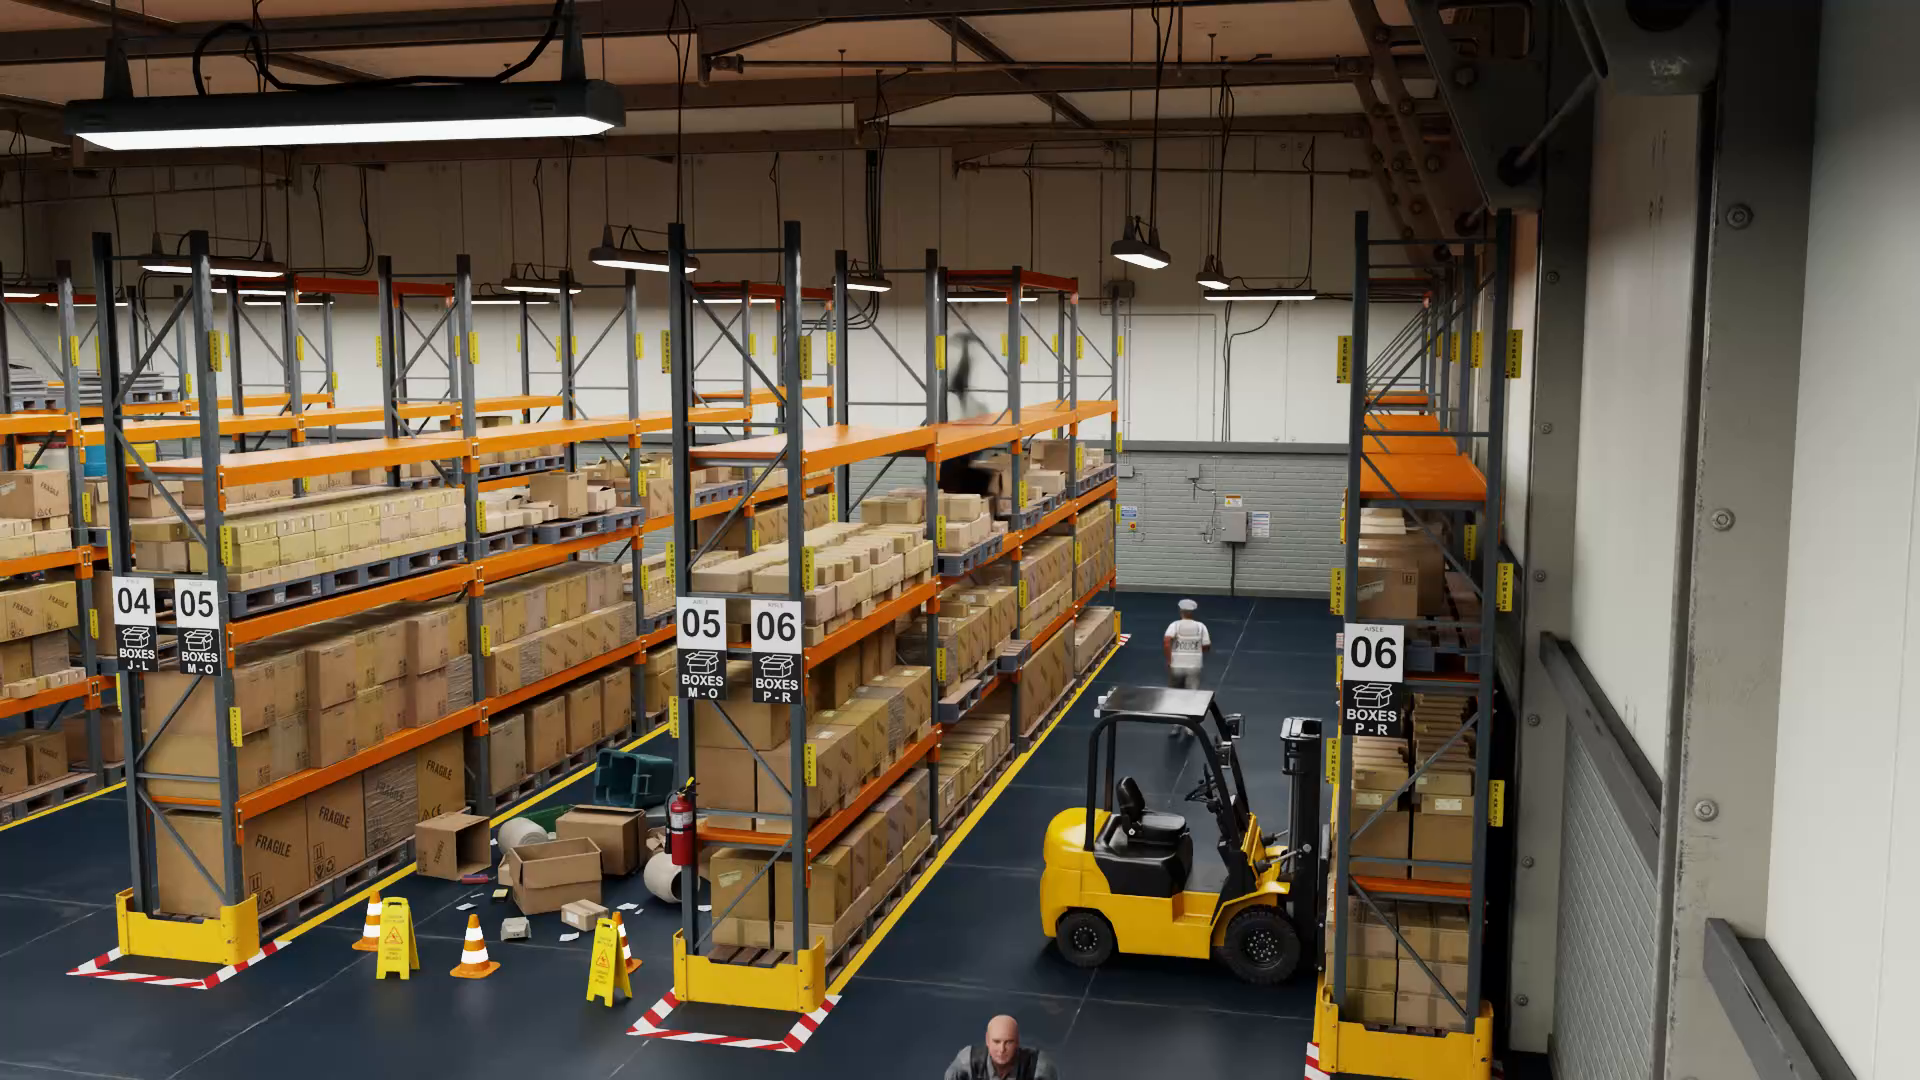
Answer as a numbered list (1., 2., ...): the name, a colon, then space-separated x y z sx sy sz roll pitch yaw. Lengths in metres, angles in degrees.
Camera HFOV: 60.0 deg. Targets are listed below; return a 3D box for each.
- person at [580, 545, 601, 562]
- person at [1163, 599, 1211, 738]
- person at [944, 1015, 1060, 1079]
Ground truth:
1. person: -7.266 0.435 32.265 0.562 1.711 1.048 -6 9 -39
2. person: 2.926 1.690 21.453 0.600 1.834 0.853 1 7 11
3. person: 0.240 3.279 9.016 0.653 1.660 0.766 0 7 1
